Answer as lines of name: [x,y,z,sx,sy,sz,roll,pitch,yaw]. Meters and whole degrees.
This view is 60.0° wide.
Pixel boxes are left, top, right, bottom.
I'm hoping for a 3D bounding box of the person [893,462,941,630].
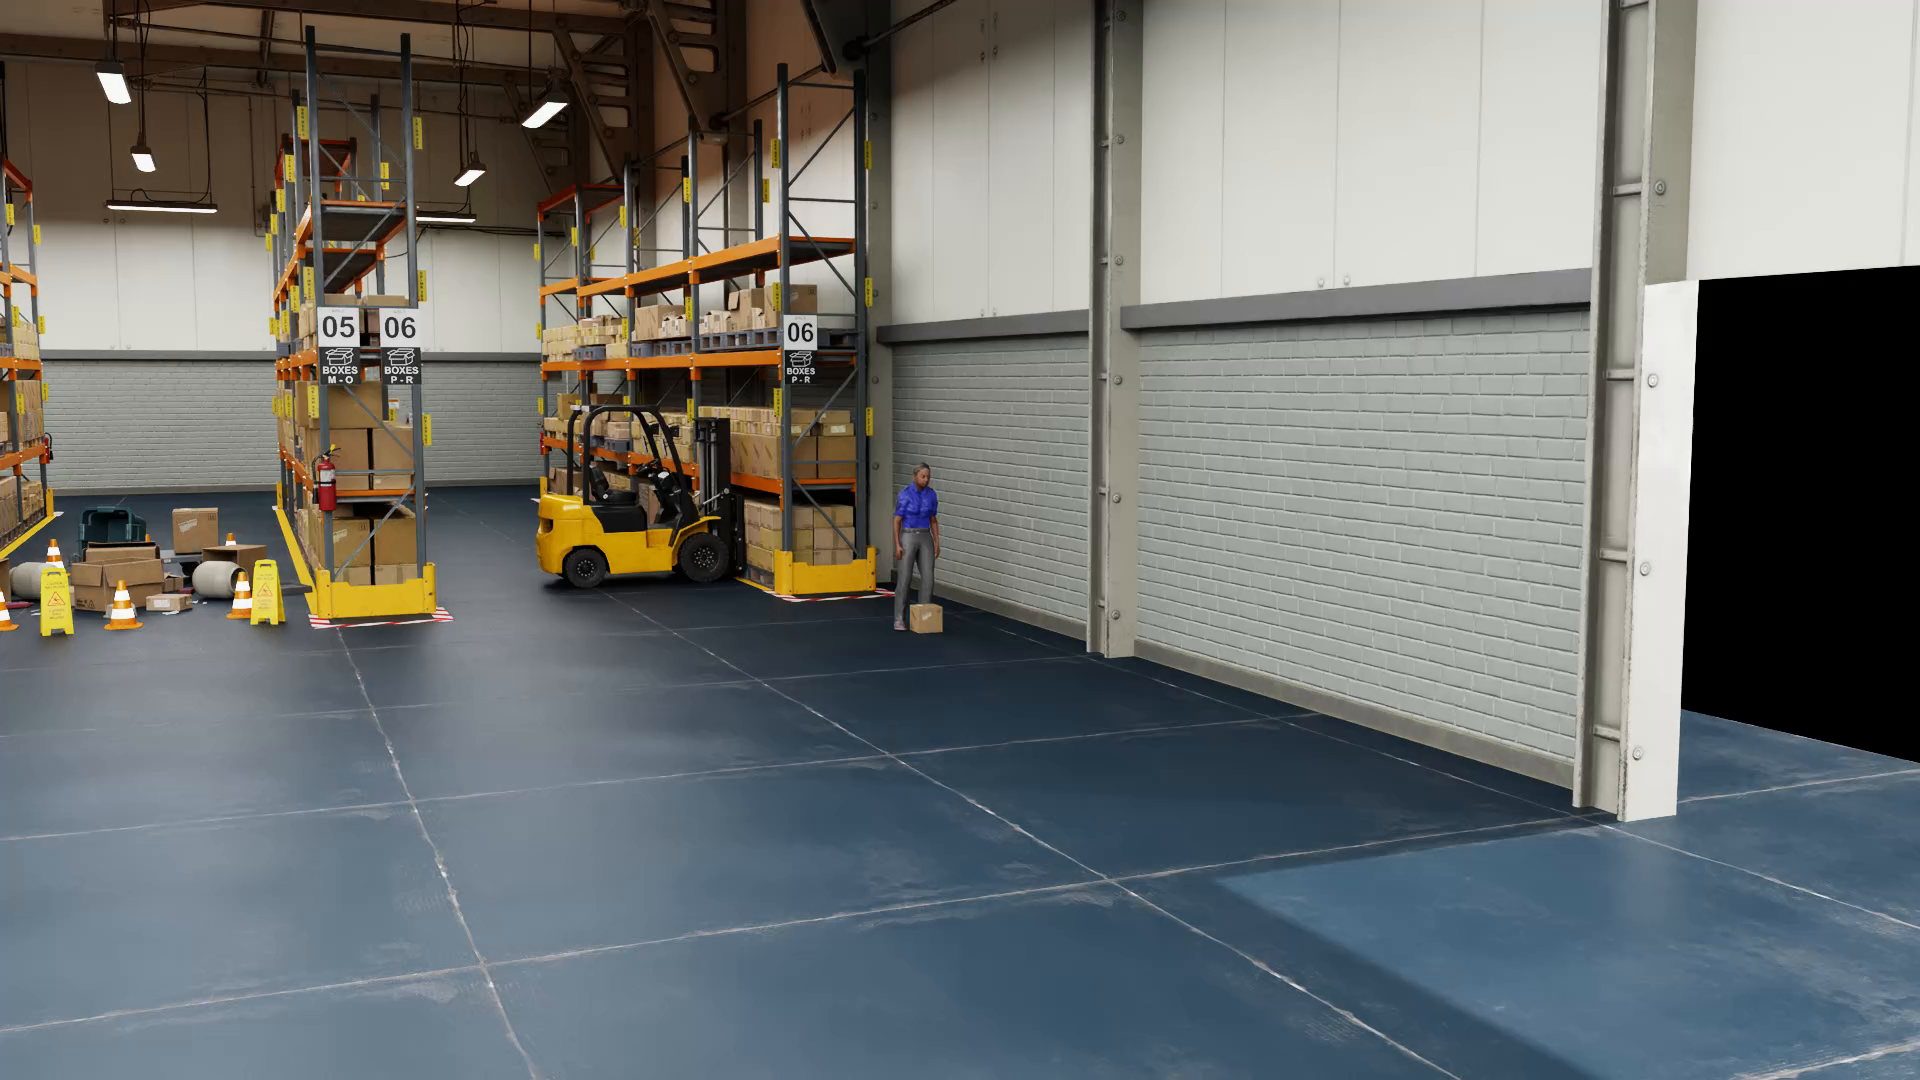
person: [-0.423,0.055,16.464,0.531,1.654,0.403,-3,6,-27]
